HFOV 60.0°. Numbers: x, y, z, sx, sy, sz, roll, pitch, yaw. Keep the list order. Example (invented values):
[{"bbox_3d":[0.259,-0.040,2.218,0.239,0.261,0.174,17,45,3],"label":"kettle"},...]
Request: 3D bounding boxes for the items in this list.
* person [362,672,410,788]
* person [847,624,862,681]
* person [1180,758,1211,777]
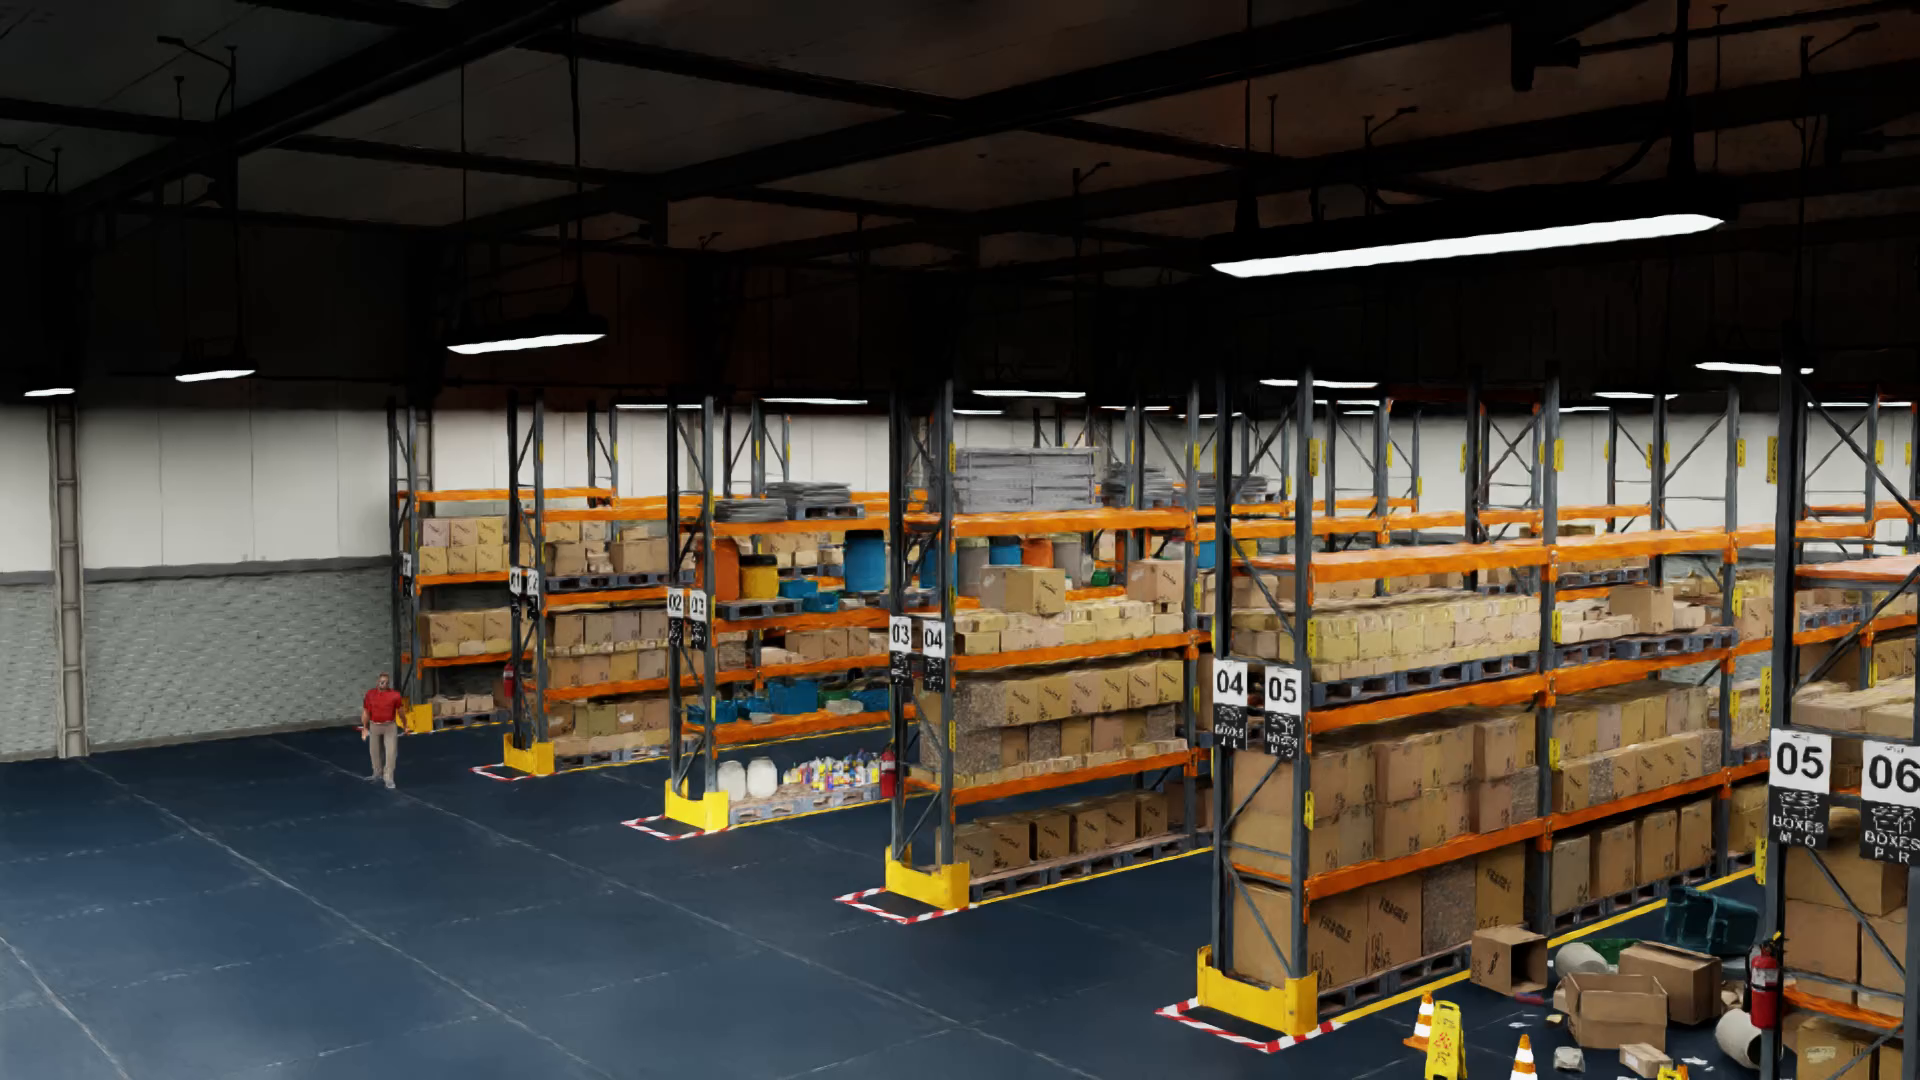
[{"bbox_3d":[-8.684,2.844,25.094,0.708,1.712,0.699,-1,3,-11],"label":"person"},{"bbox_3d":[-2.045,2.447,32.742,0.456,1.606,0.559,1,4,20],"label":"person"},{"bbox_3d":[3.569,2.960,24.438,0.850,1.550,0.628,-3,5,-44],"label":"person"}]
